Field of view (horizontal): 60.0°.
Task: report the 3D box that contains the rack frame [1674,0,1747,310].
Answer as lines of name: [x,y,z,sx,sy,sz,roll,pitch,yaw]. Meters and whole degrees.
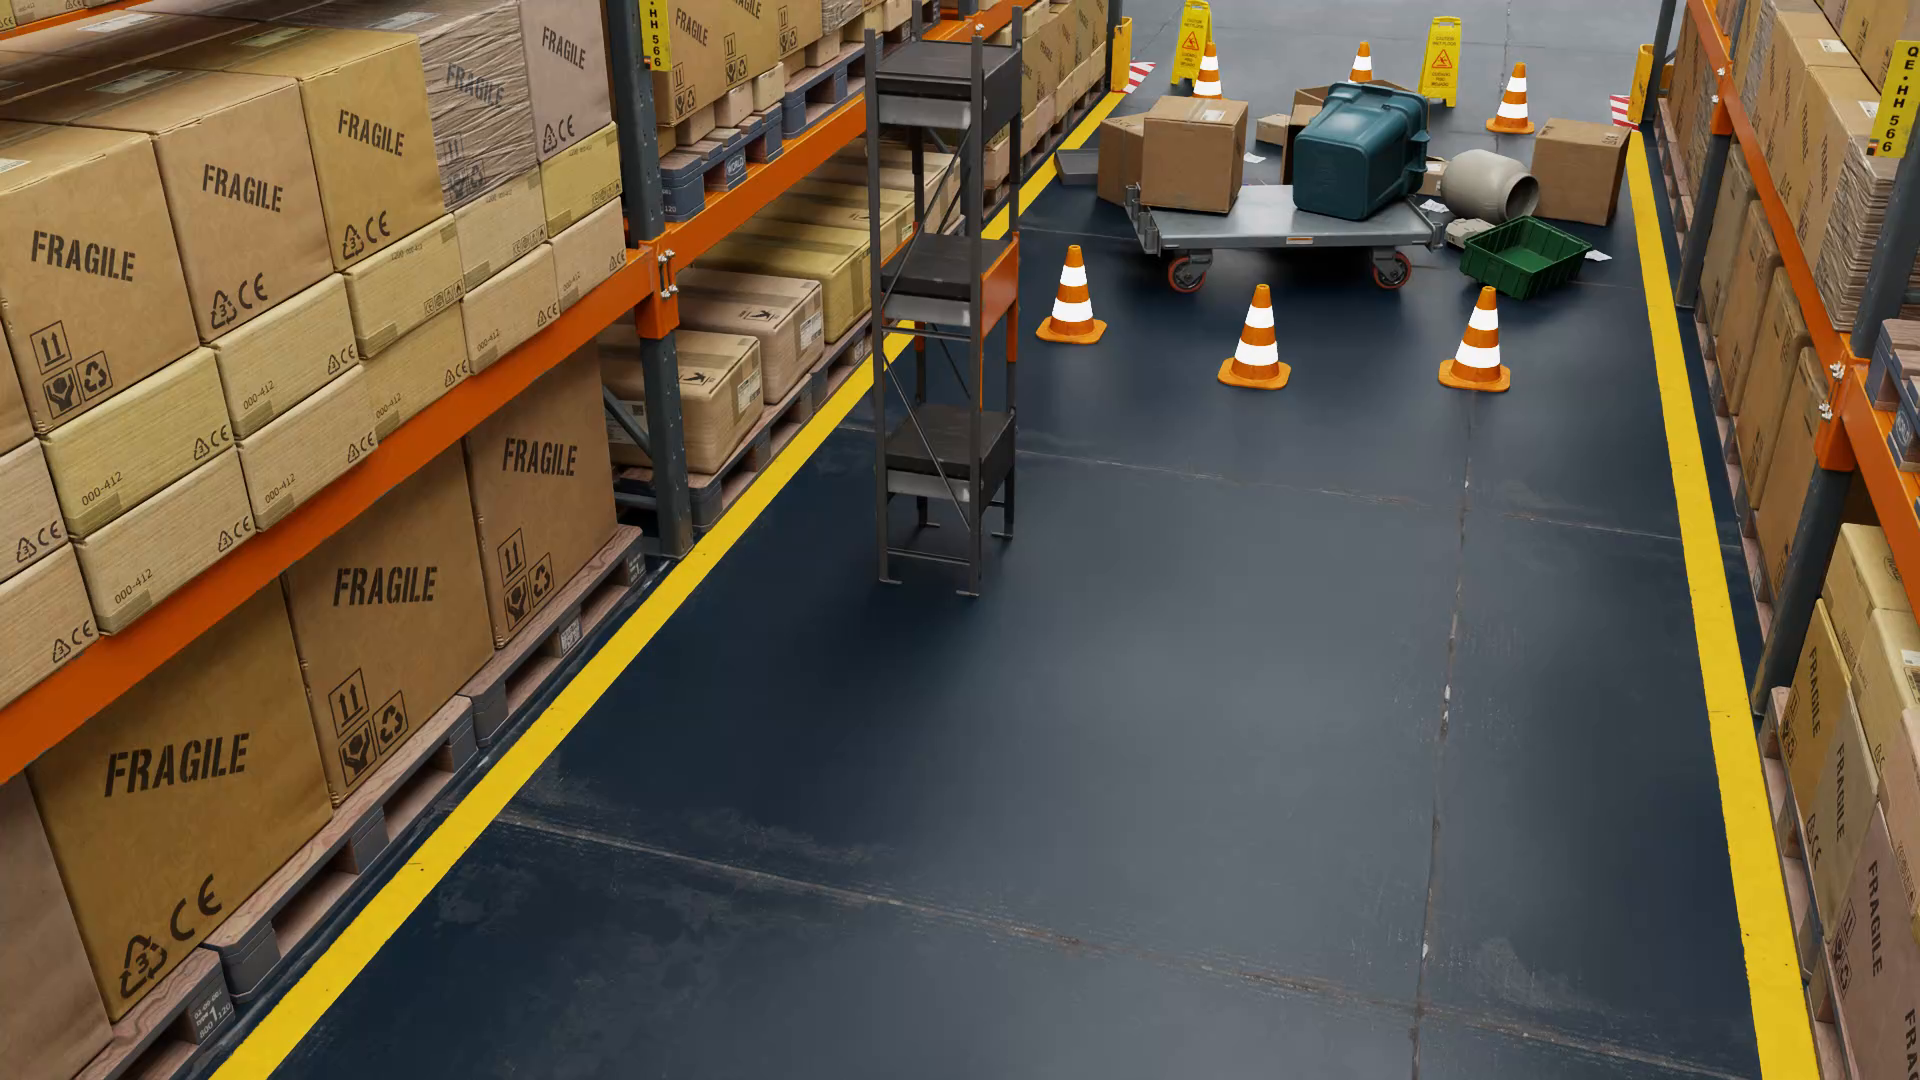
rack frame: [4.371,-2.523,8.199,1.000,3.000,0.127,8,30,15]

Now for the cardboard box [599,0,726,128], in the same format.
cardboard box: [-1.211,-1.856,6.161,0.500,0.500,0.500,8,30,13]

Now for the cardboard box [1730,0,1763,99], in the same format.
cardboard box: [3.960,-2.360,7.804,0.500,0.500,0.500,9,30,15]

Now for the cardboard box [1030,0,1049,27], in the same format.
cardboard box: [0.360,-3.425,10.779,0.380,0.149,0.250,10,31,18]

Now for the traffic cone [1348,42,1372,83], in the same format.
traffic cone: [3.052,-3.548,12.652,0.336,0.463,0.334,8,30,15]

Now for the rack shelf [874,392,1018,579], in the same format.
rack shelf: [-0.049,-0.217,6.448,0.431,0.518,0.480,8,30,15]

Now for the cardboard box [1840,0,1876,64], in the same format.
cardboard box: [3.784,-2.063,6.242,0.700,0.500,0.500,8,30,14]

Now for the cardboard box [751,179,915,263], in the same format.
cardboard box: [-0.750,-1.638,8.881,0.950,0.372,0.625,10,31,18]

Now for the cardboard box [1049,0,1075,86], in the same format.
cardboard box: [0.493,-3.464,11.517,0.500,0.500,0.500,8,30,14]

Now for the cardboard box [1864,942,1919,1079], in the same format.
cardboard box: [2.305,1.248,3.560,0.500,0.500,0.500,8,30,14]

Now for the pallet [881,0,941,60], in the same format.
pallet: [-0.754,-2.764,8.830,1.003,0.211,1.213,8,30,15]

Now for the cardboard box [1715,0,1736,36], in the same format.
cardboard box: [4.608,-3.020,8.939,0.875,0.550,0.550,8,30,15]

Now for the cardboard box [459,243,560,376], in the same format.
cardboard box: [-1.600,-0.746,5.159,0.500,0.250,0.500,9,30,16]

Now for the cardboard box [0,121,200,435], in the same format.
cardboard box: [-2.062,-0.581,3.578,0.500,0.500,0.500,8,30,14]

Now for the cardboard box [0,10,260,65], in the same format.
cardboard box: [-2.246,-1.139,4.581,0.500,0.500,0.500,9,30,16]

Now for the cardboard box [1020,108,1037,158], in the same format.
cardboard box: [0.187,-2.649,10.823,0.500,0.250,0.500,10,31,18]

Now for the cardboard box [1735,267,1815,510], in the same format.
cardboard box: [3.715,-0.541,6.519,1.050,0.750,0.750,9,30,16]

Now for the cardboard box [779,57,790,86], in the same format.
cardboard box: [-0.955,-2.017,7.116,0.380,0.149,0.250,10,31,18]

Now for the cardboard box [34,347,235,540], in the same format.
cardboard box: [-2.040,-0.258,3.769,0.500,0.250,0.500,9,30,16]

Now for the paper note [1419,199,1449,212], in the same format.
paper note: [3.021,-2.114,10.527,0.172,0.023,0.155,20,35,32]

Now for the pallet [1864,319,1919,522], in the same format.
pallet: [3.090,-0.233,4.281,1.213,0.211,1.003,8,30,15]

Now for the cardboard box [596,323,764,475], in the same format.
cardboard box: [-1.389,-0.619,7.049,0.950,0.372,0.625,6,30,11]

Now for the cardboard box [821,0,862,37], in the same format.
cardboard box: [-0.761,-2.579,7.459,0.500,0.500,0.500,7,30,13]

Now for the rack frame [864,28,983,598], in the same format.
rack frame: [-0.120,-0.727,5.897,0.400,2.100,0.015,8,30,15]

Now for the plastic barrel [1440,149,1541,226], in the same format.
plastic barrel: [3.238,-2.143,10.167,0.421,0.421,0.512,-17,34,-28]

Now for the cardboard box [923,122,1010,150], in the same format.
cardboard box: [0.041,-2.727,10.192,0.500,0.500,0.500,10,31,17]

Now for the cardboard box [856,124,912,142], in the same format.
cardboard box: [-0.473,-2.805,10.331,0.500,0.500,0.500,8,30,14]

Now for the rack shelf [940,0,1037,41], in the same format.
rack shelf: [0.197,-3.797,11.230,1.077,0.370,4.000,8,30,15]

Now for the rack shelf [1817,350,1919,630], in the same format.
rack shelf: [2.610,0.580,3.362,1.077,0.370,4.000,8,30,15]

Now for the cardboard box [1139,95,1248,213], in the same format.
cardboard box: [1.320,-2.180,9.376,0.500,0.500,0.500,8,30,15]

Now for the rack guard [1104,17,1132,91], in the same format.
rack guard: [0.761,-3.913,13.270,1.175,0.500,0.348,8,30,15]

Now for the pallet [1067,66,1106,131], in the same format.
pallet: [0.489,-3.414,12.671,1.003,0.211,1.213,8,30,15]

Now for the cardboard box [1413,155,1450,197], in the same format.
cardboard box: [3.115,-2.389,10.772,0.396,0.266,0.258,14,32,23]

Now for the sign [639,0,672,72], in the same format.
sign: [-1.033,-1.751,5.622,0.100,0.325,0.005,8,30,15]

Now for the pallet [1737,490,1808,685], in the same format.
pallet: [3.501,0.199,6.175,1.003,0.211,1.213,8,30,15]

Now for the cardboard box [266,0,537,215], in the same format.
cardboard box: [-1.609,-1.286,4.846,0.500,0.500,0.500,9,30,16]

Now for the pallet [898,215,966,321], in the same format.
pallet: [-0.617,-1.601,9.411,1.003,0.211,1.213,8,30,15]

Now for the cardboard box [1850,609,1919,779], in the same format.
cardboard box: [2.615,0.439,4.243,0.500,0.250,0.500,8,30,14]

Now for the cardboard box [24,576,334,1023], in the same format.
cardboard box: [-2.375,0.560,4.411,0.875,0.875,0.875,9,30,16]

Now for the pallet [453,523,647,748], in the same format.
pallet: [-1.868,0.251,6.081,1.003,0.211,1.213,8,30,15]

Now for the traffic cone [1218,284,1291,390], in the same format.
traffic cone: [1.455,-1.020,8.107,0.336,0.463,0.334,8,30,15]

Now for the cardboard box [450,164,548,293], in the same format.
cardboard box: [-1.611,-0.976,5.059,0.500,0.250,0.500,8,30,14]

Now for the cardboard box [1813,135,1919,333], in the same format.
cardboard box: [3.073,-0.955,5.278,0.500,0.500,0.500,8,30,15]

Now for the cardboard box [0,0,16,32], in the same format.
cardboard box: [-5.496,-2.850,8.941,0.500,0.250,0.500,9,30,16]

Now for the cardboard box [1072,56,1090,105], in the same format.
cardboard box: [0.644,-3.369,12.117,0.500,0.250,0.500,9,30,15]

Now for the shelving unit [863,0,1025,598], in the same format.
shelving unit: [-0.049,-0.841,6.101,0.431,2.100,0.503,8,30,15]

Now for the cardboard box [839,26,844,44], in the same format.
cardboard box: [-0.766,-2.397,7.800,0.380,0.149,0.250,7,30,13]

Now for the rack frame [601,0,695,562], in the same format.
rack frame: [-1.564,-1.323,6.043,1.000,3.000,0.127,8,30,15]

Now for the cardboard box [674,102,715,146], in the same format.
cardboard box: [-1.176,-1.648,6.453,0.380,0.149,0.250,7,30,12]

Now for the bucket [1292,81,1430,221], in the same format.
bucket: [2.207,-2.149,9.330,0.726,0.611,0.620,20,45,32]

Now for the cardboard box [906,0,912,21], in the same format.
cardboard box: [-0.413,-2.732,8.402,0.380,0.149,0.250,8,30,14]

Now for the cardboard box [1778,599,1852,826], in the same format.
cardboard box: [2.746,0.537,4.838,0.500,0.500,0.500,7,30,13]

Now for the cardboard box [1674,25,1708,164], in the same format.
cardboard box: [5.153,-2.903,10.636,0.875,0.875,0.875,8,30,14]

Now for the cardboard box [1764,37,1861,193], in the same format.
cardboard box: [3.514,-1.658,6.541,0.500,0.500,0.500,9,30,16]

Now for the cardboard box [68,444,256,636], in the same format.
cardboard box: [-2.041,-0.042,3.894,0.500,0.250,0.500,8,30,14]

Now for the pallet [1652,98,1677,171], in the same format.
pallet: [5.385,-2.780,11.531,1.003,0.211,1.213,8,30,15]

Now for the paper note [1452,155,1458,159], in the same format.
paper note: [3.474,-2.616,11.423,0.144,0.017,0.142,20,35,32]

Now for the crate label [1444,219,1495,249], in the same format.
crate label: [3.036,-1.811,9.865,0.298,0.136,0.250,-12,31,-20]
